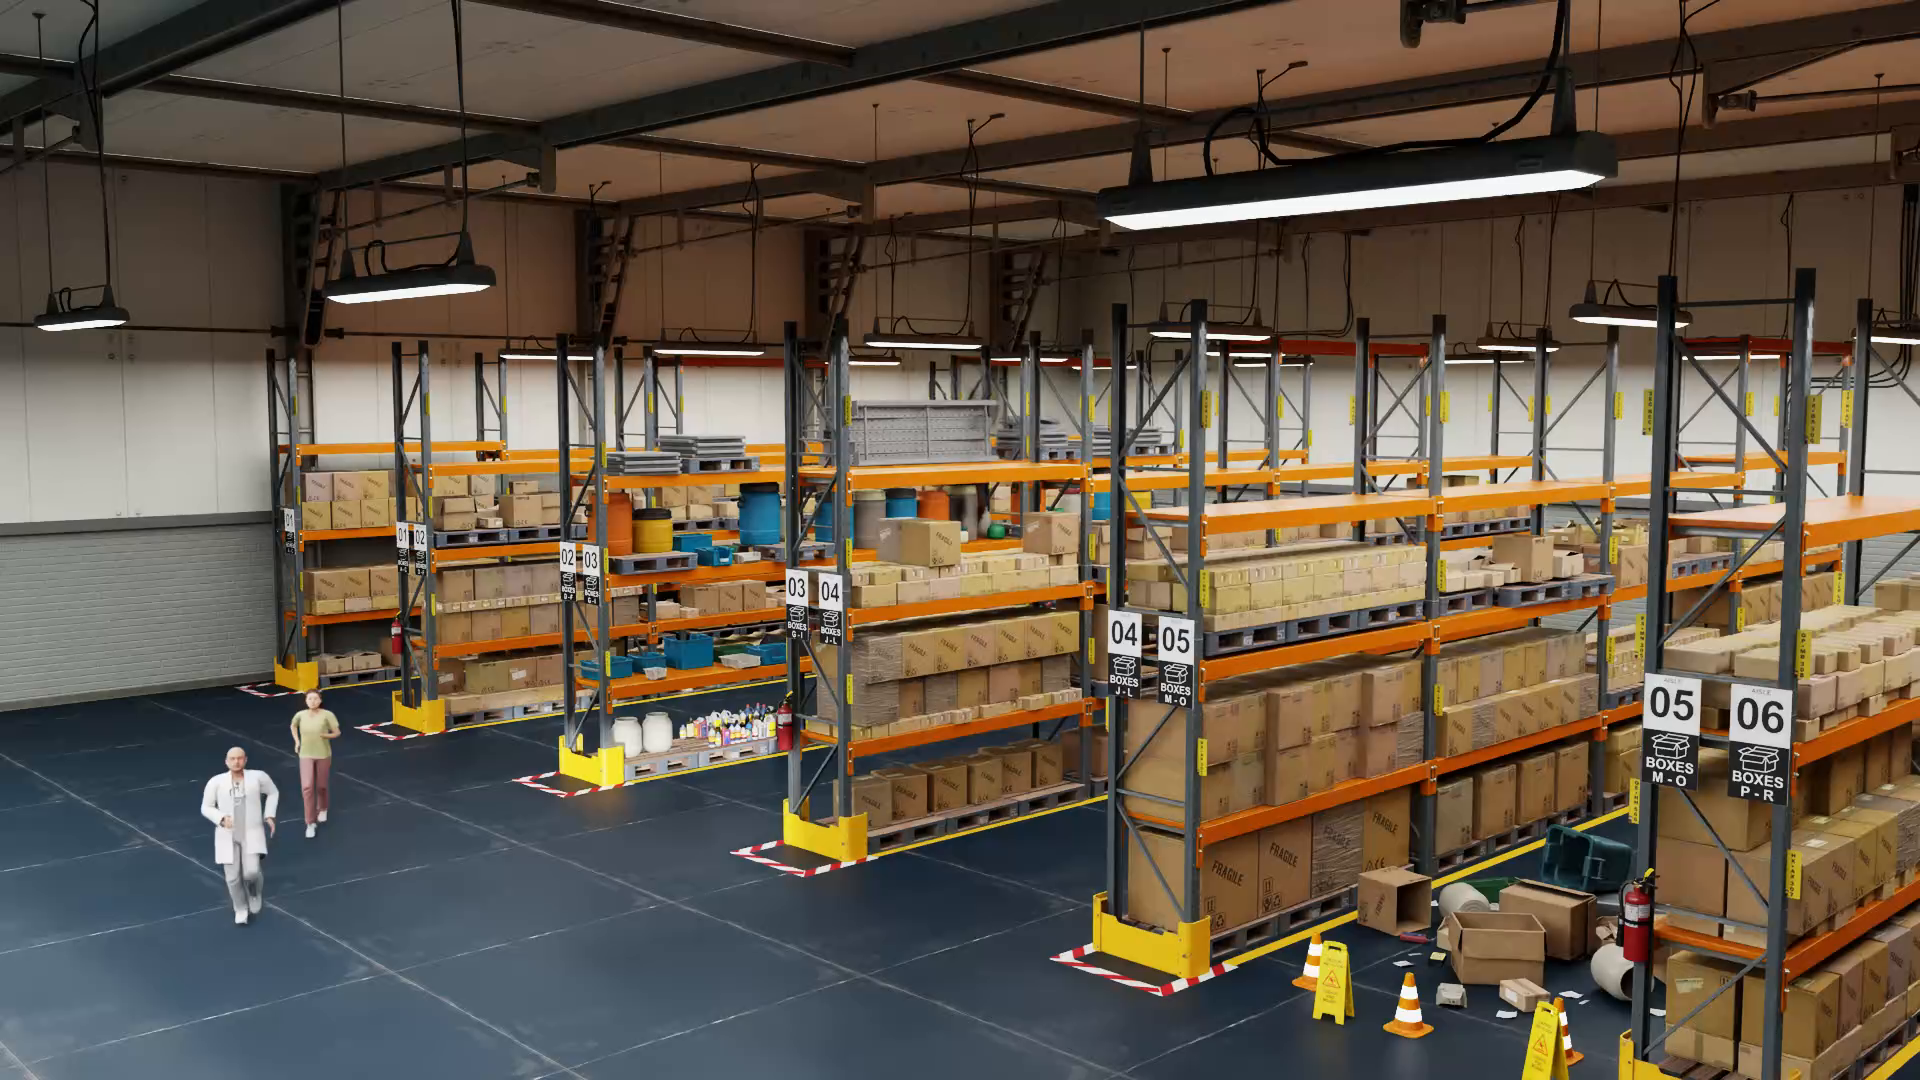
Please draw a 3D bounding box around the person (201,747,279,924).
[{"bbox_3d":[-7.016,2.893,16.220,0.695,1.739,0.631,-2,5,-21],"label":"person"}]

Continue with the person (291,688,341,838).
[{"bbox_3d":[-7.646,2.597,19.739,0.573,1.686,0.870,-1,5,-17],"label":"person"}]
